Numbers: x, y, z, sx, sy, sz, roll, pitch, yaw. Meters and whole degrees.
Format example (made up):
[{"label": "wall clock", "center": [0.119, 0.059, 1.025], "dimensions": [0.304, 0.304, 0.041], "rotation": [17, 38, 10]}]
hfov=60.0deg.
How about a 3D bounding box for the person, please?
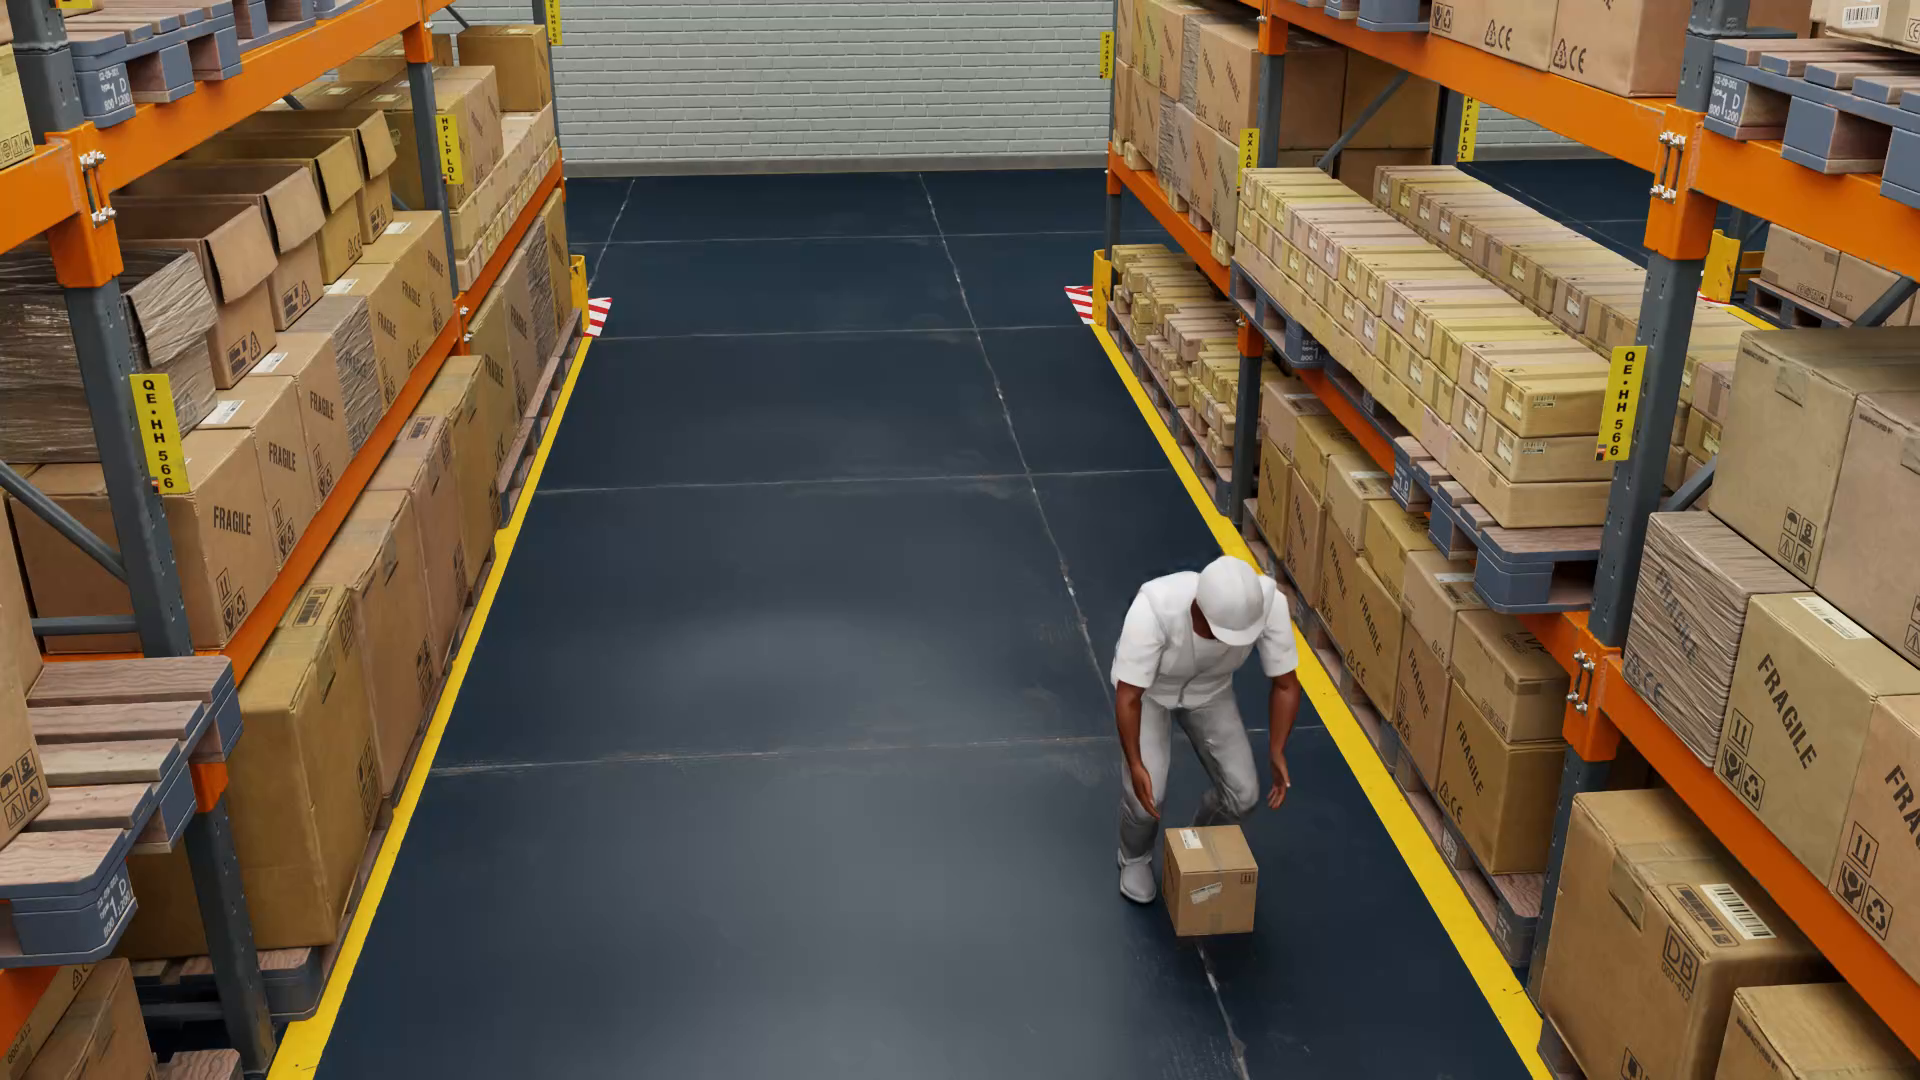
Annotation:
[{"label": "person", "center": [0.810, 0.600, 5.653], "dimensions": [0.632, 1.401, 0.762], "rotation": [-3, 24, -6]}]
